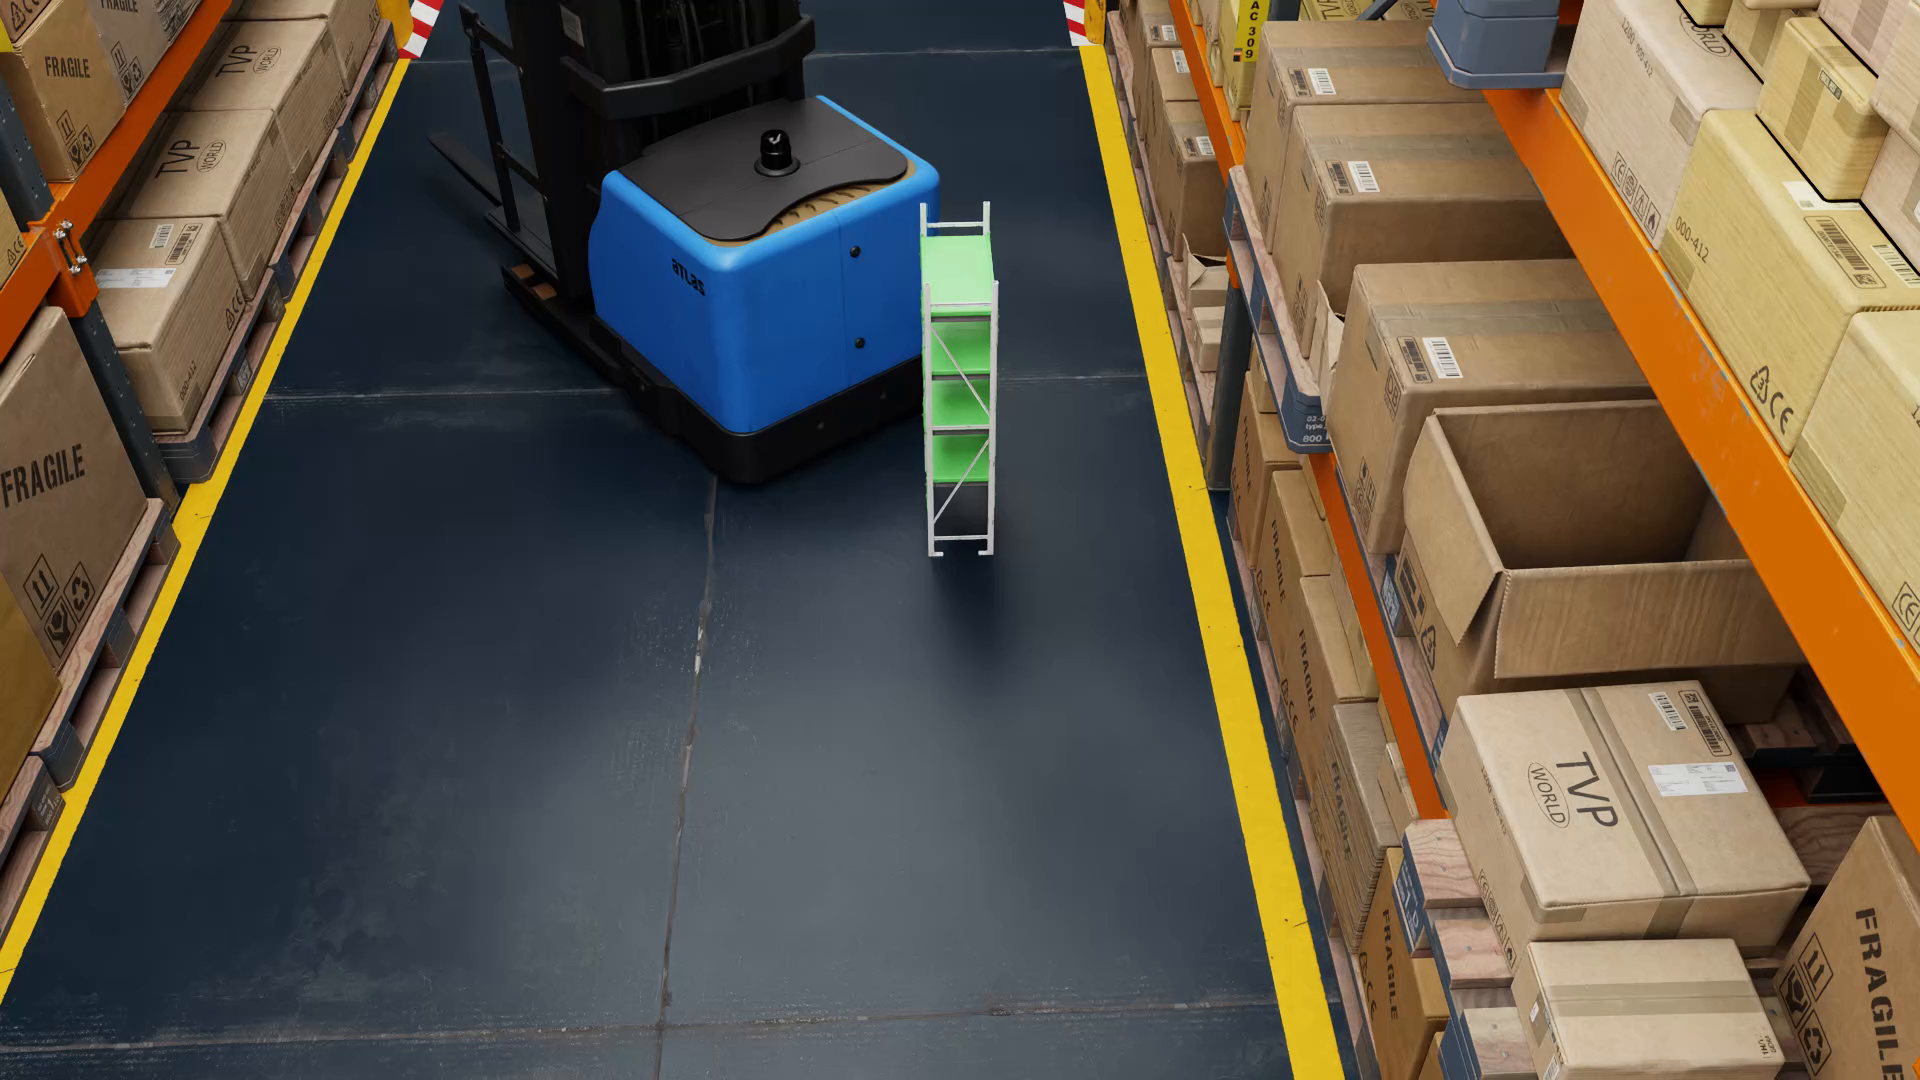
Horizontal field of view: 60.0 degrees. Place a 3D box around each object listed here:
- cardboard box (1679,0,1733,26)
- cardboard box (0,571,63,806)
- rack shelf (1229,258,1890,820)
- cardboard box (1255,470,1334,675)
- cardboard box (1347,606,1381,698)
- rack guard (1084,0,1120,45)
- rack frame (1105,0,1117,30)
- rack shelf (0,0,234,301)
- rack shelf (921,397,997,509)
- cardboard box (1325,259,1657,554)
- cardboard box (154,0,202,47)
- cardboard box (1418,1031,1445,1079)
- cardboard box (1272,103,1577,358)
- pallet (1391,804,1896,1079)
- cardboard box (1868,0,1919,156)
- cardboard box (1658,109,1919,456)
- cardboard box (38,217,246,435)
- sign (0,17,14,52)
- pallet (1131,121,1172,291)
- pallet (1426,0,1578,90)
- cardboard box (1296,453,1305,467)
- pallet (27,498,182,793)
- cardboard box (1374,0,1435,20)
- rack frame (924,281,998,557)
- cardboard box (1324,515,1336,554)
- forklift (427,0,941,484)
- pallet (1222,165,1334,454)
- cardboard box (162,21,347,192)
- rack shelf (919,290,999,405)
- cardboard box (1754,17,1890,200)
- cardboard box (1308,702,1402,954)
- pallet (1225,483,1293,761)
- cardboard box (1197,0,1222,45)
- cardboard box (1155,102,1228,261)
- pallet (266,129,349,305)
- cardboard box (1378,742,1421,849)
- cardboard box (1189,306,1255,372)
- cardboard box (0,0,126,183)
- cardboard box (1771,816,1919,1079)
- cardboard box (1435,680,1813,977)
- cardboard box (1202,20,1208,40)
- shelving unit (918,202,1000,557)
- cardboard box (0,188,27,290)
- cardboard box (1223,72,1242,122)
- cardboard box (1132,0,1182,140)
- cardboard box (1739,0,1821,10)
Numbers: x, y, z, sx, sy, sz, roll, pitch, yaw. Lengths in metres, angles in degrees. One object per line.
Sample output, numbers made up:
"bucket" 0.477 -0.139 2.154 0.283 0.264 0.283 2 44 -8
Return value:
"cardboard box" 1.345 -0.945 2.657 0.380 0.149 0.250 0 43 -1
"cardboard box" -3.347 0.453 4.797 0.875 0.875 0.875 -1 43 -1
"rack shelf" 1.544 0.269 4.269 1.077 0.370 4.000 -2 43 -2
"cardboard box" 1.288 0.113 5.446 0.500 0.500 0.500 -2 43 -2
"cardboard box" 1.327 0.311 4.750 0.380 0.149 0.250 0 43 0
"rack guard" 1.293 -3.074 9.233 1.175 0.500 0.348 -2 43 -2
"rack frame" 1.289 -4.047 8.445 1.000 3.000 0.127 -2 43 -2
"rack shelf" -3.585 -2.286 7.057 1.077 0.370 4.000 -2 43 -2
"rack shelf" -0.007 -0.330 6.172 0.258 0.148 0.480 -2 43 -2
"cardboard box" 1.312 -0.325 4.000 0.700 0.500 0.500 -2 43 -2
"cardboard box" -3.290 -2.238 6.398 0.500 0.500 0.500 -1 43 -2
"cardboard box" 1.386 1.503 3.929 0.500 0.500 0.500 -2 43 -2
"cardboard box" 1.278 -0.855 4.578 0.700 0.500 0.500 -1 43 -1
"pallet" 1.530 0.969 3.115 1.213 0.211 1.003 -2 43 -2
"cardboard box" 1.352 -0.535 1.990 0.380 0.149 0.250 -3 43 -3
"cardboard box" 1.343 -0.375 2.330 0.500 0.250 0.500 -2 43 -2
"cardboard box" -3.419 -0.838 6.530 0.875 0.438 0.875 -2 43 -2
"sign" -2.958 -1.621 5.000 0.100 0.325 0.005 -2 43 -2
"pallet" 1.376 -1.607 7.848 1.003 0.211 1.213 -2 43 -2
"pallet" 1.464 -1.240 3.302 1.213 0.211 1.003 -2 43 -2
"cardboard box" 1.298 -0.384 5.508 0.380 0.149 0.250 -3 43 -3
"pallet" -3.392 0.345 5.717 1.003 0.211 1.213 -2 43 -2
"cardboard box" 1.708 -1.743 5.822 0.500 0.250 0.500 -2 43 -2
"rack frame" 0.003 -0.389 5.787 0.240 1.200 0.015 -2 43 -2
"cardboard box" 1.345 -0.026 5.118 0.380 0.149 0.250 -2 43 -3
"forklift" -1.374 -2.230 6.513 1.130 2.935 3.031 -29 50 -28
"pallet" 1.384 -0.733 4.972 1.003 0.211 1.213 -2 43 -2
"cardboard box" -3.494 -2.052 7.854 0.875 0.438 0.875 -1 43 -1
"rack shelf" -0.007 -0.684 5.847 0.258 0.148 0.480 -2 43 -2
"cardboard box" 1.342 -0.596 2.276 0.380 0.149 0.250 -2 43 -2
"cardboard box" 1.320 0.800 4.696 0.500 0.500 0.500 -3 43 -3
"pallet" 1.532 0.230 5.843 1.003 0.211 1.213 -2 43 -2
"cardboard box" 1.158 -2.075 6.185 0.500 0.250 0.500 -2 43 -2
"cardboard box" 1.262 -1.585 7.299 0.700 0.500 0.500 -3 43 -3
"pallet" -3.509 -1.514 7.746 1.003 0.211 1.213 -2 43 -2
"cardboard box" 1.327 0.660 4.370 0.380 0.149 0.250 -4 43 -4
"cardboard box" 1.142 -0.818 6.721 0.380 0.149 0.250 -3 43 -3
"cardboard box" -3.258 -1.562 5.661 0.500 0.500 0.500 0 43 0
"cardboard box" 1.764 0.811 2.761 0.500 0.500 0.500 0 43 0
"cardboard box" 1.261 0.552 3.228 0.500 0.250 0.500 -3 43 -4
"cardboard box" 1.142 -1.989 6.386 0.380 0.149 0.250 -1 43 -1
"shelving unit" -0.007 -0.554 5.966 0.258 1.200 0.503 -2 43 -2
"cardboard box" -3.229 -0.850 5.069 0.500 0.250 0.500 -3 43 -3
"cardboard box" 1.161 -1.637 6.002 0.380 0.149 0.250 -1 43 -1
"cardboard box" 1.218 -2.286 8.063 0.700 0.500 0.500 0 43 0
"cardboard box" 1.277 -0.882 2.368 0.380 0.149 0.250 -3 43 -3
